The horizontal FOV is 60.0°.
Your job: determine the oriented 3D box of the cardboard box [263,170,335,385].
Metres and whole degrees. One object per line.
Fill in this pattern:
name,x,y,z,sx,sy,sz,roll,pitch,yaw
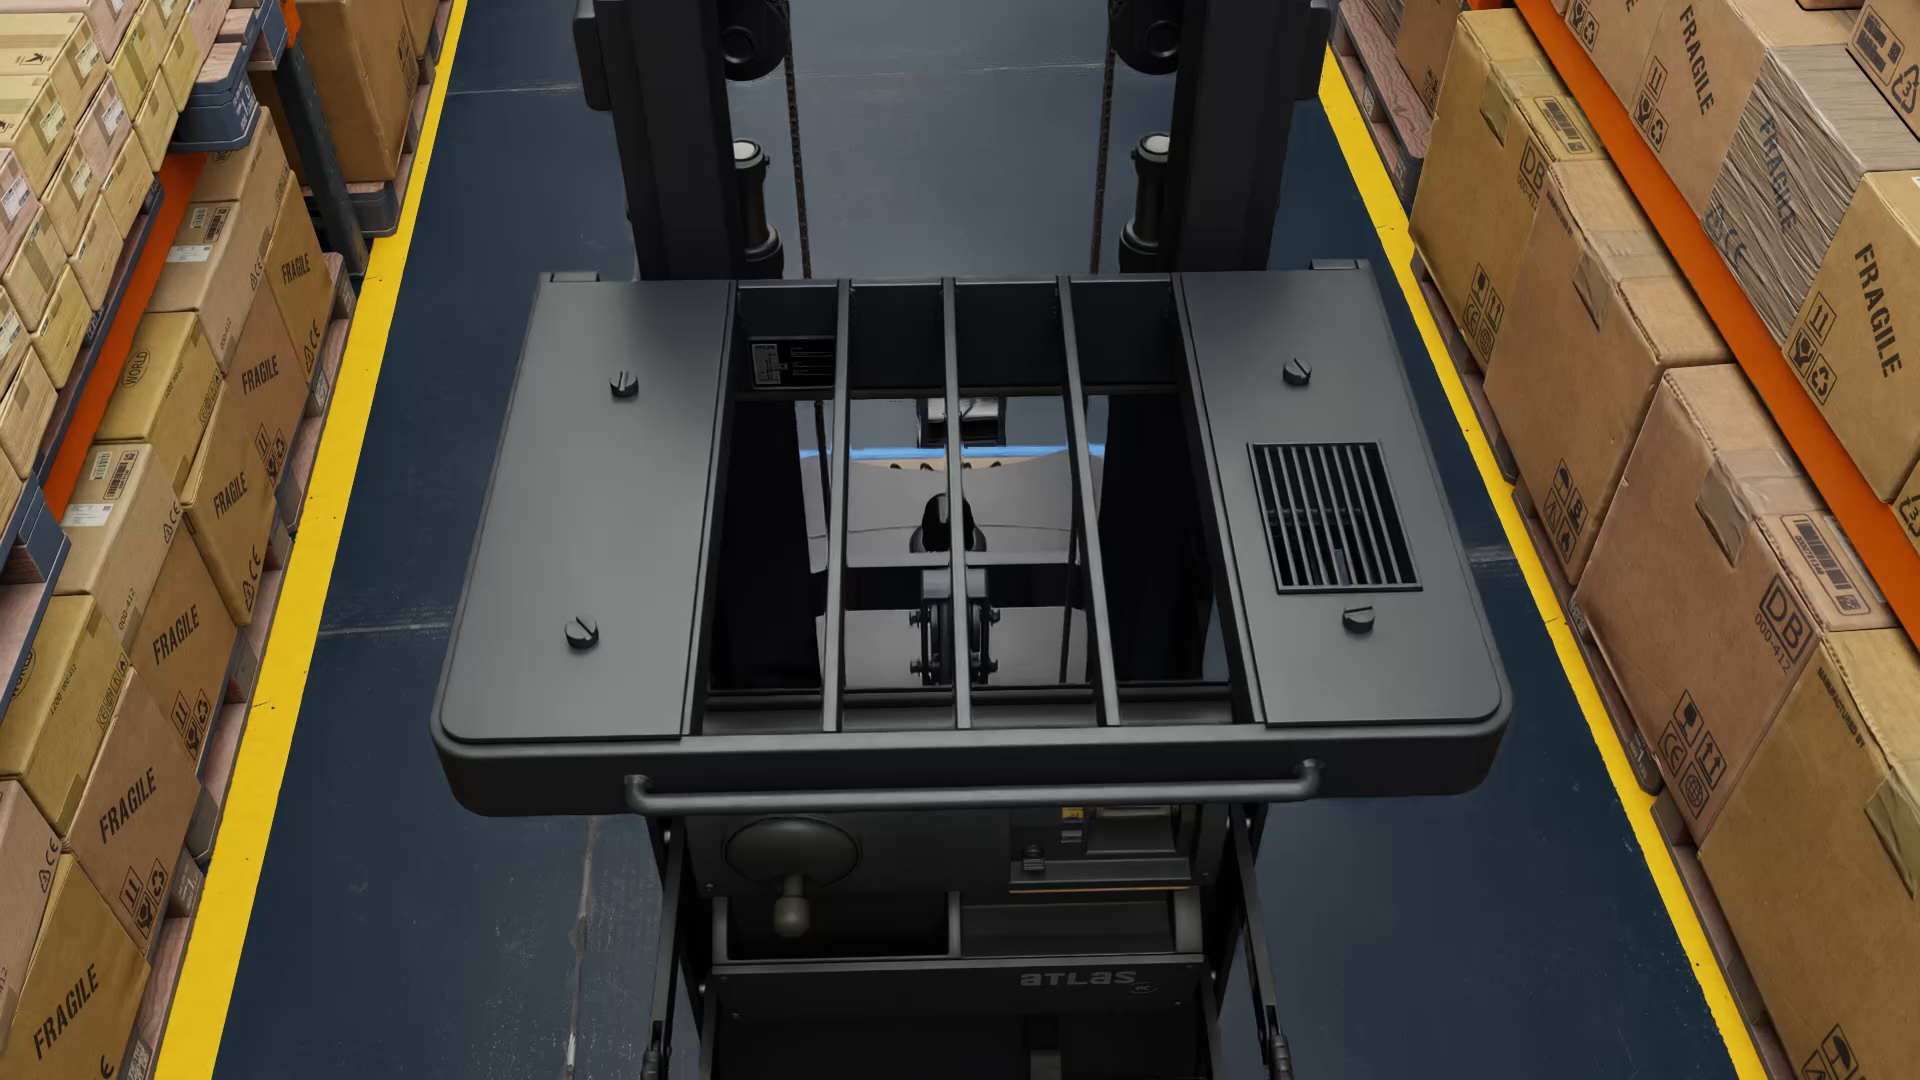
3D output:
cardboard box,-2.397,-0.841,5.413,0.500,0.500,0.500,-4,47,-3

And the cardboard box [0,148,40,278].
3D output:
cardboard box,-2.061,-0.634,3.258,0.380,0.149,0.250,-2,47,-2

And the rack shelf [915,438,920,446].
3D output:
rack shelf,0.001,-0.219,5.007,0.258,0.077,0.200,-3,47,-3

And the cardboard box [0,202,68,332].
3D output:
cardboard box,-2.067,-0.545,3.379,0.380,0.149,0.250,-4,47,-4

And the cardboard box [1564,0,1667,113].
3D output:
cardboard box,2.054,-1.538,4.572,0.500,0.500,0.500,-5,47,-4

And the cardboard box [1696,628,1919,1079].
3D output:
cardboard box,2.500,0.773,3.626,1.225,0.875,0.875,-3,47,-3

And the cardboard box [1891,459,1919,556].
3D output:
cardboard box,2.228,-0.066,3.177,0.500,0.500,0.500,-2,47,-2

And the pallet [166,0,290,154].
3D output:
pallet,-2.546,-1.442,4.682,1.213,0.211,1.003,-3,47,-3

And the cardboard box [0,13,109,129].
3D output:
cardboard box,-2.108,-1.017,3.621,0.380,0.149,0.250,-1,47,-1

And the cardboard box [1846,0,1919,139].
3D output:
cardboard box,2.398,-1.138,3.502,0.797,0.503,0.637,-2,47,-2

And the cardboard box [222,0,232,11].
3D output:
cardboard box,-2.194,-1.566,4.551,0.380,0.149,0.250,-4,47,-3

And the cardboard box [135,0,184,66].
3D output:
cardboard box,-2.148,-1.283,4.078,0.380,0.149,0.250,-3,47,-3

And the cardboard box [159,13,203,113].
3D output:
cardboard box,-2.155,-1.199,4.204,0.380,0.149,0.250,-4,47,-4

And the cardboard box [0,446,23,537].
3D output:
cardboard box,-2.018,-0.057,3.122,0.380,0.149,0.250,-3,47,-3

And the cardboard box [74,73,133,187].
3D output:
cardboard box,-2.107,-0.914,3.729,0.380,0.149,0.250,-2,47,-2

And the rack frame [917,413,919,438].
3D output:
rack frame,-0.008,-0.377,4.987,0.240,0.900,0.006,-3,47,-3

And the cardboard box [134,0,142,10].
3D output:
cardboard box,-2.148,-1.388,3.973,0.380,0.149,0.250,-2,47,-2

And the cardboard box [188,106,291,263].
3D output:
cardboard box,-2.394,-1.081,5.123,0.500,0.250,0.500,-4,47,-4

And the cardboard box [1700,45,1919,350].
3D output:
cardboard box,2.140,-0.806,3.879,0.500,0.500,0.500,-3,47,-3

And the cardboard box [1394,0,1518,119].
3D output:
cardboard box,2.163,-2.020,6.516,0.700,0.500,0.500,-6,47,-5

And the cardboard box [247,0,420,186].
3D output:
cardboard box,-2.673,-1.834,6.181,1.050,0.750,0.750,-4,47,-4

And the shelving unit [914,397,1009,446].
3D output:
shelving unit,0.001,-0.304,4.918,0.258,0.900,0.210,-3,47,-3

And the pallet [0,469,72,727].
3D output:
pallet,-2.296,0.381,2.955,1.003,0.211,1.213,-3,47,-3

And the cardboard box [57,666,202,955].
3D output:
cardboard box,-2.221,0.659,3.992,0.500,0.500,0.500,-2,47,-1

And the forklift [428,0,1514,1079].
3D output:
forklift,0.003,0.571,2.690,1.130,2.935,3.031,-1,47,-1

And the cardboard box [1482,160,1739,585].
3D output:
cardboard box,2.343,-0.513,4.844,1.225,0.875,0.875,-3,47,-3

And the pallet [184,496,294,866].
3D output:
pallet,-2.549,0.388,4.737,1.003,0.211,1.213,-3,47,-3

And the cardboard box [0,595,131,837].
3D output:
cardboard box,-2.223,0.399,3.722,0.500,0.250,0.500,-2,47,-2

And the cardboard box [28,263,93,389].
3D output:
cardboard box,-2.067,-0.438,3.483,0.380,0.149,0.250,-4,47,-4

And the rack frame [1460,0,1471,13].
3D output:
rack frame,2.239,-2.245,5.310,1.000,3.000,0.127,-3,47,-3

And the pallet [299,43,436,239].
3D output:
pallet,-2.703,-1.633,6.651,1.003,0.211,1.213,-3,47,-3

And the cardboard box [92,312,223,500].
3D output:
cardboard box,-2.314,-0.347,4.429,0.500,0.250,0.500,-2,47,-2

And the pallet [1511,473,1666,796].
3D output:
pallet,2.329,0.169,4.944,1.003,0.211,1.213,-3,47,-3

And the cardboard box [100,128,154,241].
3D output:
cardboard box,-2.111,-0.818,3.842,0.380,0.149,0.250,-2,47,-2

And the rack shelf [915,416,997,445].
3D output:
rack shelf,0.001,-0.281,4.942,0.258,0.077,0.200,-3,47,-3

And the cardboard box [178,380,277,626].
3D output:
cardboard box,-2.296,-0.084,4.696,0.500,0.500,0.500,-5,47,-5

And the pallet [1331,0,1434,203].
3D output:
pallet,2.175,-1.852,6.858,1.003,0.211,1.213,-3,47,-3

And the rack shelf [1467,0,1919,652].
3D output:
rack shelf,2.406,-0.551,4.201,1.077,0.370,4.000,-3,47,-3

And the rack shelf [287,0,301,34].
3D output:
rack shelf,-2.880,-3.216,6.726,1.077,0.370,4.000,-3,47,-3
